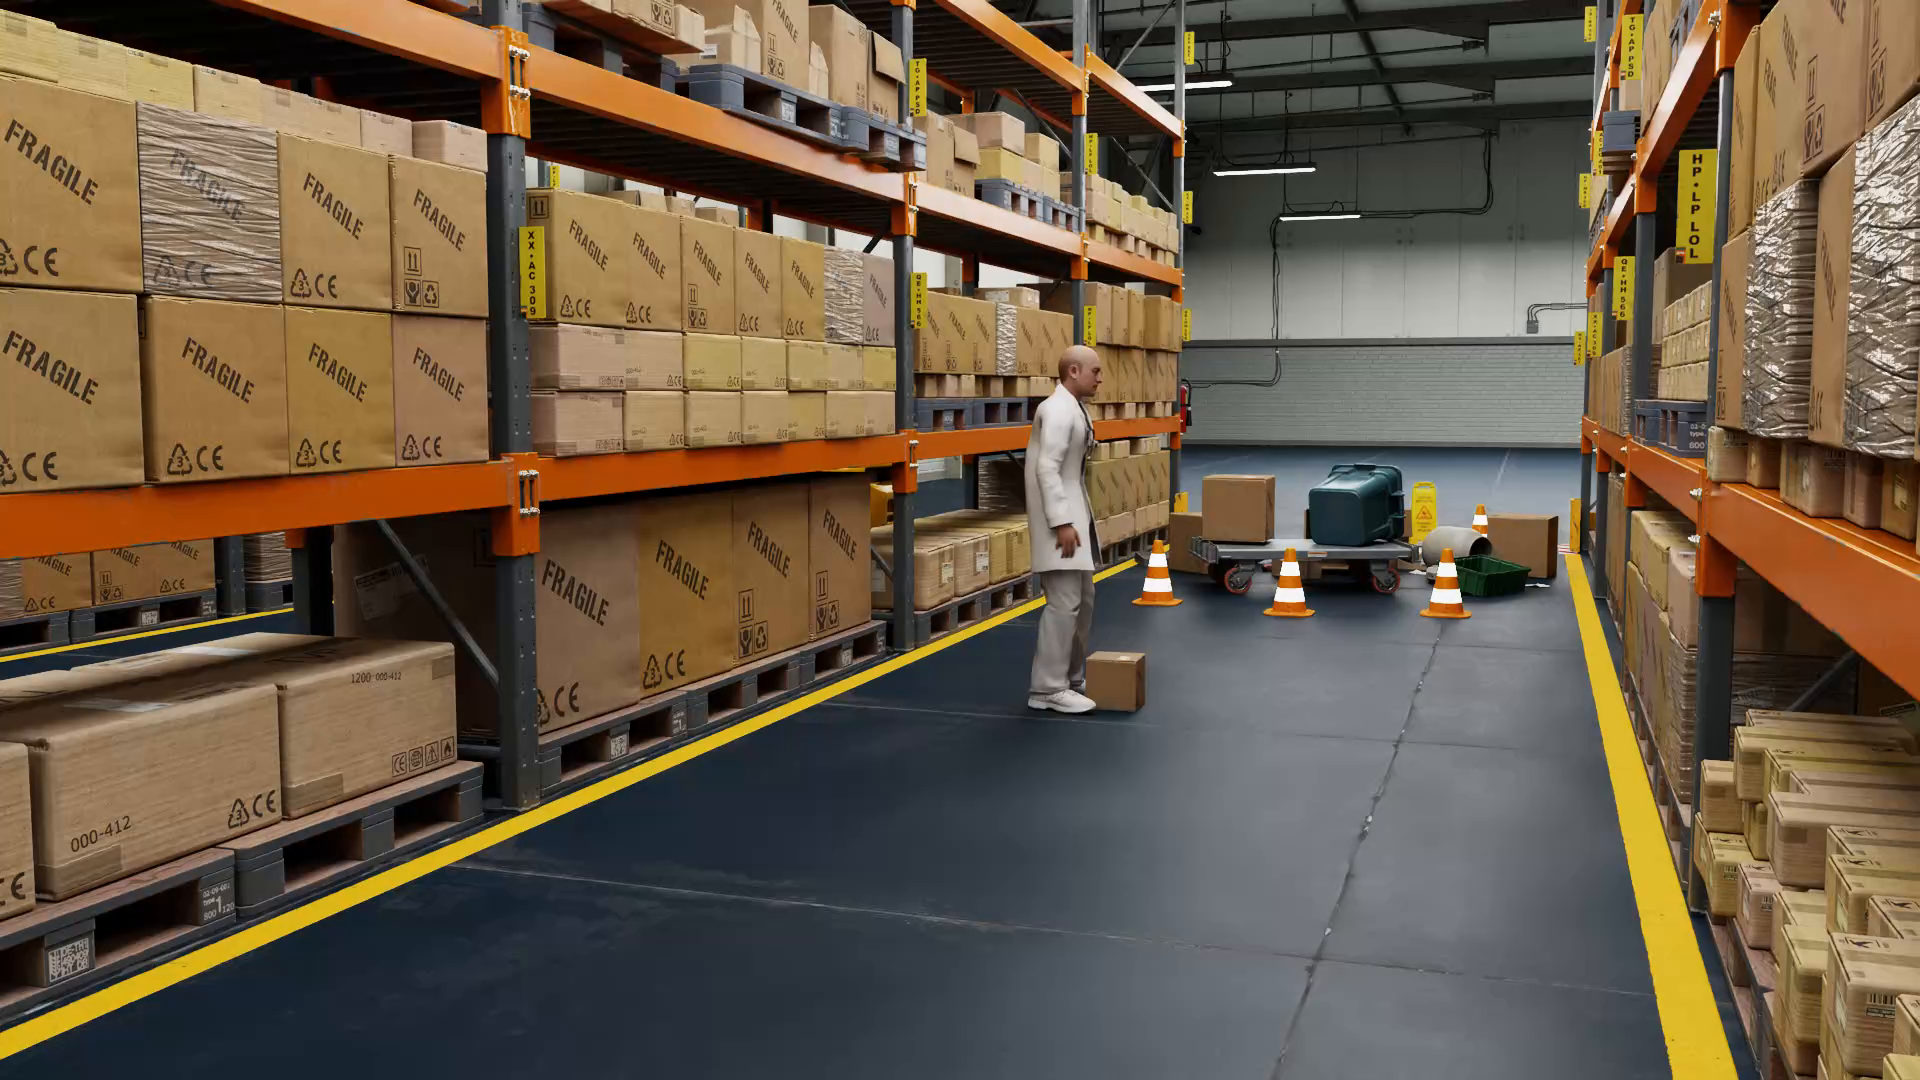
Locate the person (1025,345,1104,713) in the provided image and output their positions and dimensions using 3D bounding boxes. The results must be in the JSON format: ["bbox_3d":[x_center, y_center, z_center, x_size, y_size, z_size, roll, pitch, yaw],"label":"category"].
[{"bbox_3d":[0.534,-0.056,8.226,0.419,1.744,0.655,1,5,16],"label":"person"}]
